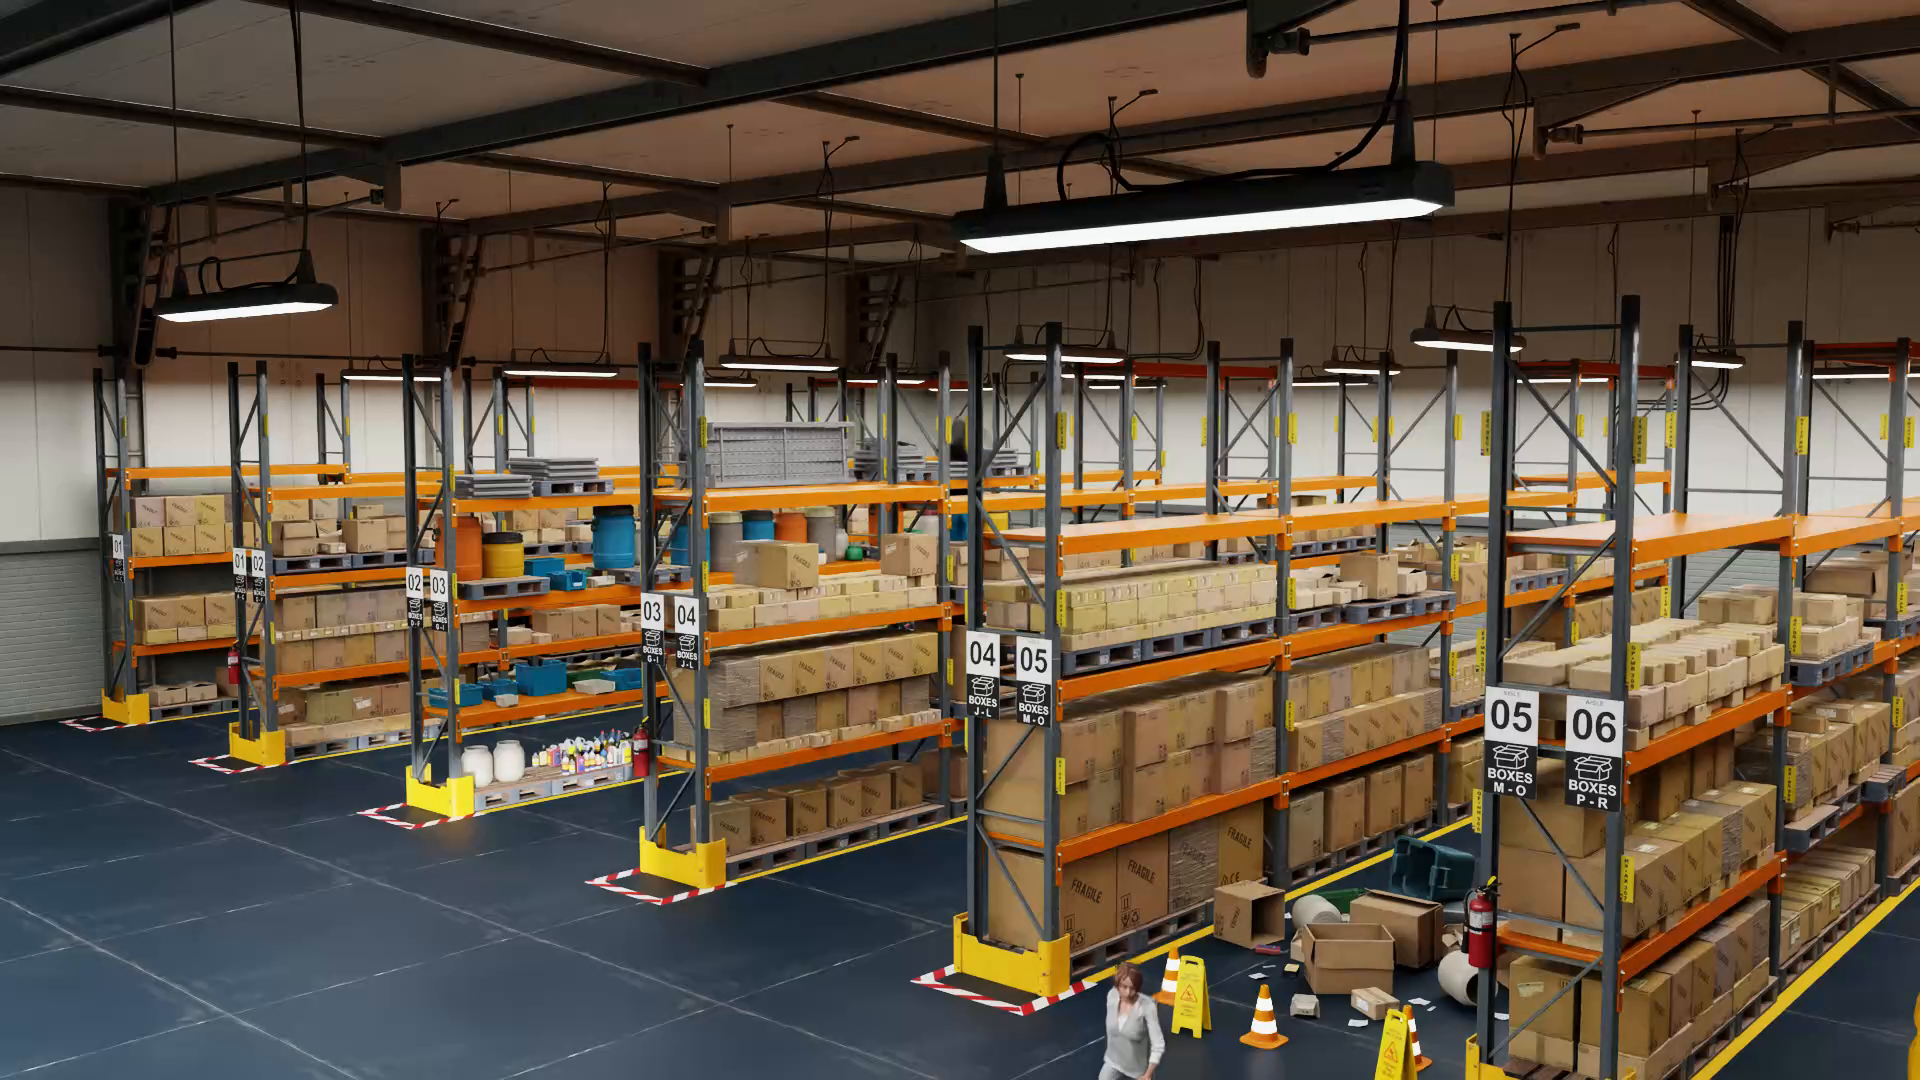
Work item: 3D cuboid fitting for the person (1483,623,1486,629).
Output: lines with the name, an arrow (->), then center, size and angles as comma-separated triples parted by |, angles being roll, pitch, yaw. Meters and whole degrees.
person -> 10.038, 2.088, 31.307 | 0.598, 1.534, 0.615 | -3, 5, -39

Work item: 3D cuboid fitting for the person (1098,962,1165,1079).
person -> 1.168, 3.560, 11.202 | 0.503, 1.533, 0.735 | 2, 5, 24
